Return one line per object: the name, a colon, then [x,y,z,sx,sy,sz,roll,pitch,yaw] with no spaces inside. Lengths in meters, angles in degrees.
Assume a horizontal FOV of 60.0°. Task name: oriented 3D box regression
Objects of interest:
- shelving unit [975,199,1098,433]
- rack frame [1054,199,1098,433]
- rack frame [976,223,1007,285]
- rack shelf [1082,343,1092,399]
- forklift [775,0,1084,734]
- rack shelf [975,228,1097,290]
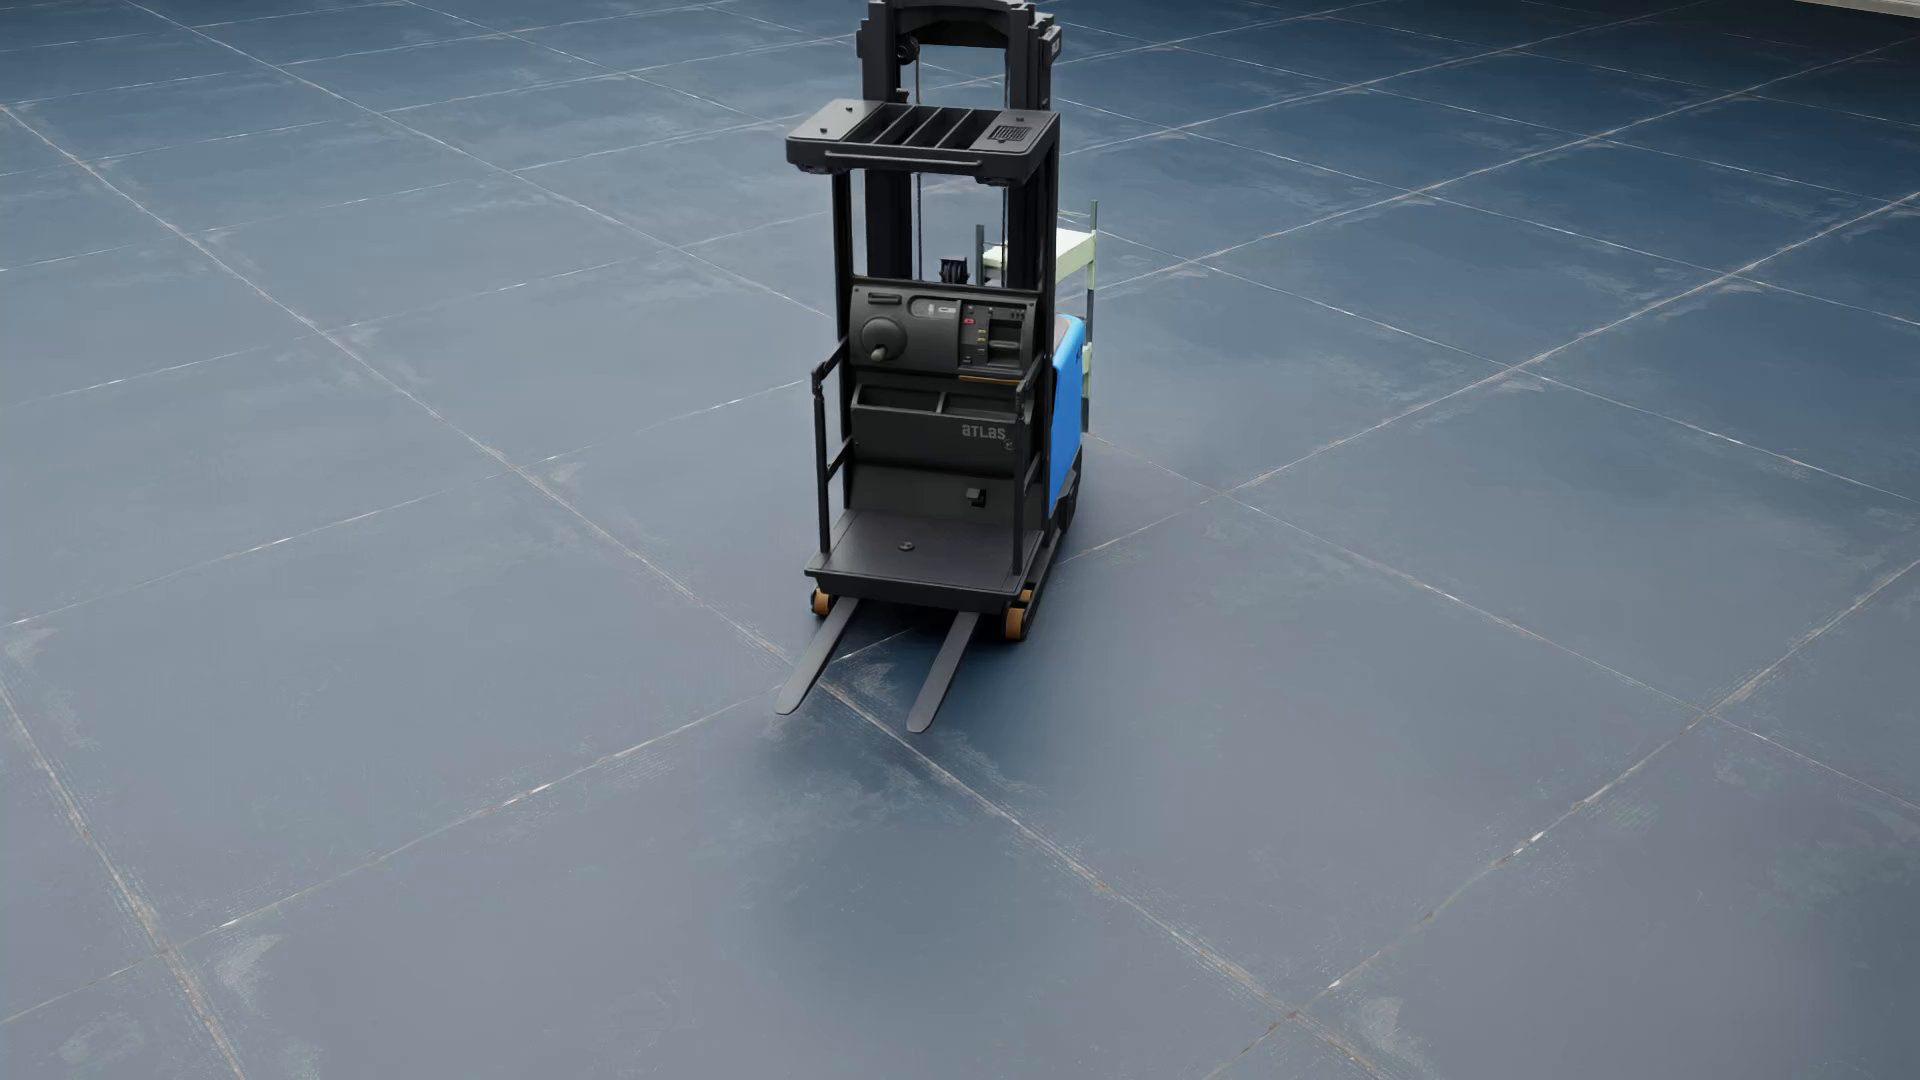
shelving unit: [0.452,-1.240,9.979,0.431,1.500,0.755,15,32,26]
rack frame: [0.635,-1.390,10.259,0.400,1.500,0.023,15,32,26]
rack frame: [0.270,-1.090,9.699,0.400,1.500,0.023,15,32,26]
rack shelf: [0.452,-0.952,10.133,0.431,0.370,0.720,15,32,26]
forklift: [-0.137,-0.989,7.991,1.130,2.935,3.031,7,29,12]
rack shelf: [0.452,-1.584,9.795,0.431,0.370,0.720,15,32,26]
